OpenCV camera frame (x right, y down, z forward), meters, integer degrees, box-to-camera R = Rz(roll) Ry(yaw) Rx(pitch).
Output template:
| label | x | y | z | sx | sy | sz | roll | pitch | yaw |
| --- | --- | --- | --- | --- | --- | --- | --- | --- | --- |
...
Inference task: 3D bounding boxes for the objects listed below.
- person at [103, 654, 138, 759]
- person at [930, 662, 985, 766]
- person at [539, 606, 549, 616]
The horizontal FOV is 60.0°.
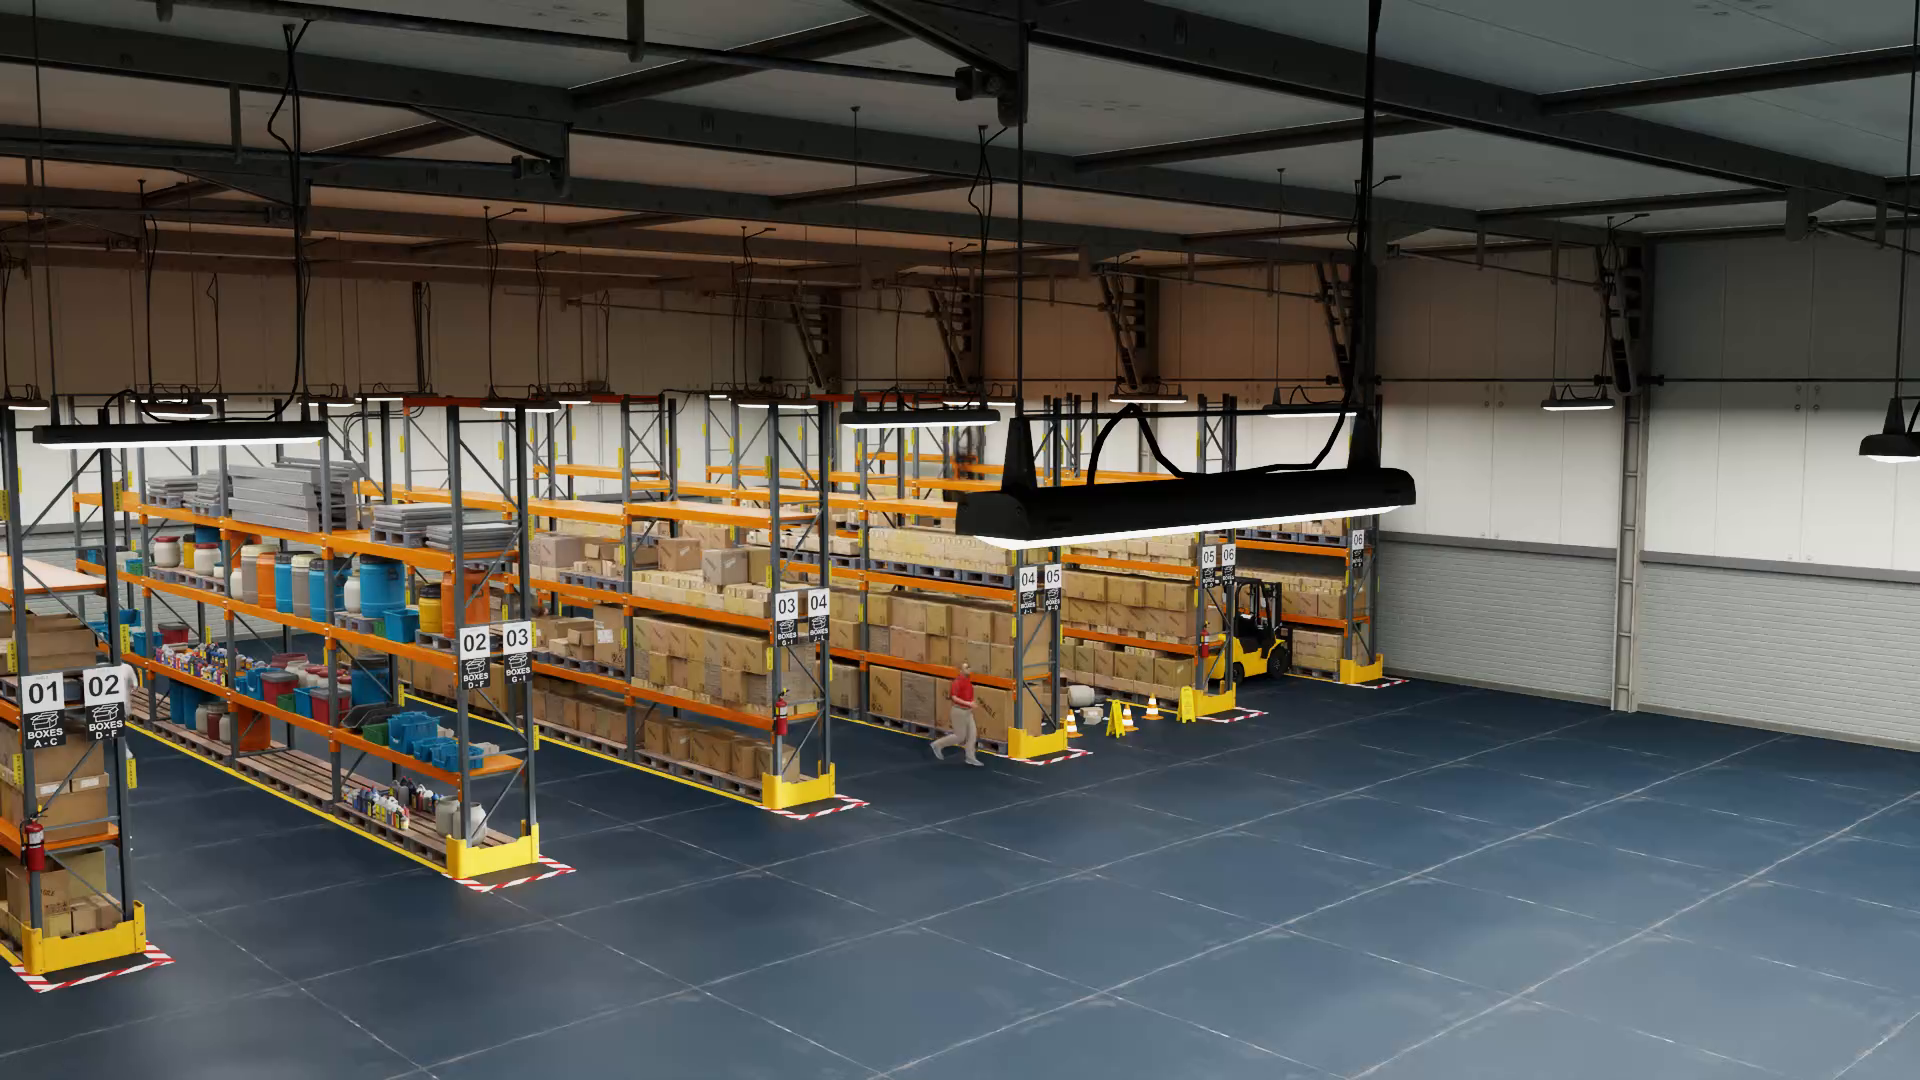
| label | x | y | z | sx | sy | sz | roll | pitch | yaw |
| --- | --- | --- | --- | --- | --- | --- | --- | --- | --- |
| person | -14.193 | 2.740 | 27.976 | 0.997 | 1.787 | 0.717 | 5 | 7 | 39 |
| person | -0.017 | 2.854 | 27.341 | 0.870 | 1.732 | 0.671 | 2 | 6 | 18 |
| person | -8.661 | 2.176 | 34.663 | 0.875 | 1.609 | 0.536 | 5 | 7 | 40 |
